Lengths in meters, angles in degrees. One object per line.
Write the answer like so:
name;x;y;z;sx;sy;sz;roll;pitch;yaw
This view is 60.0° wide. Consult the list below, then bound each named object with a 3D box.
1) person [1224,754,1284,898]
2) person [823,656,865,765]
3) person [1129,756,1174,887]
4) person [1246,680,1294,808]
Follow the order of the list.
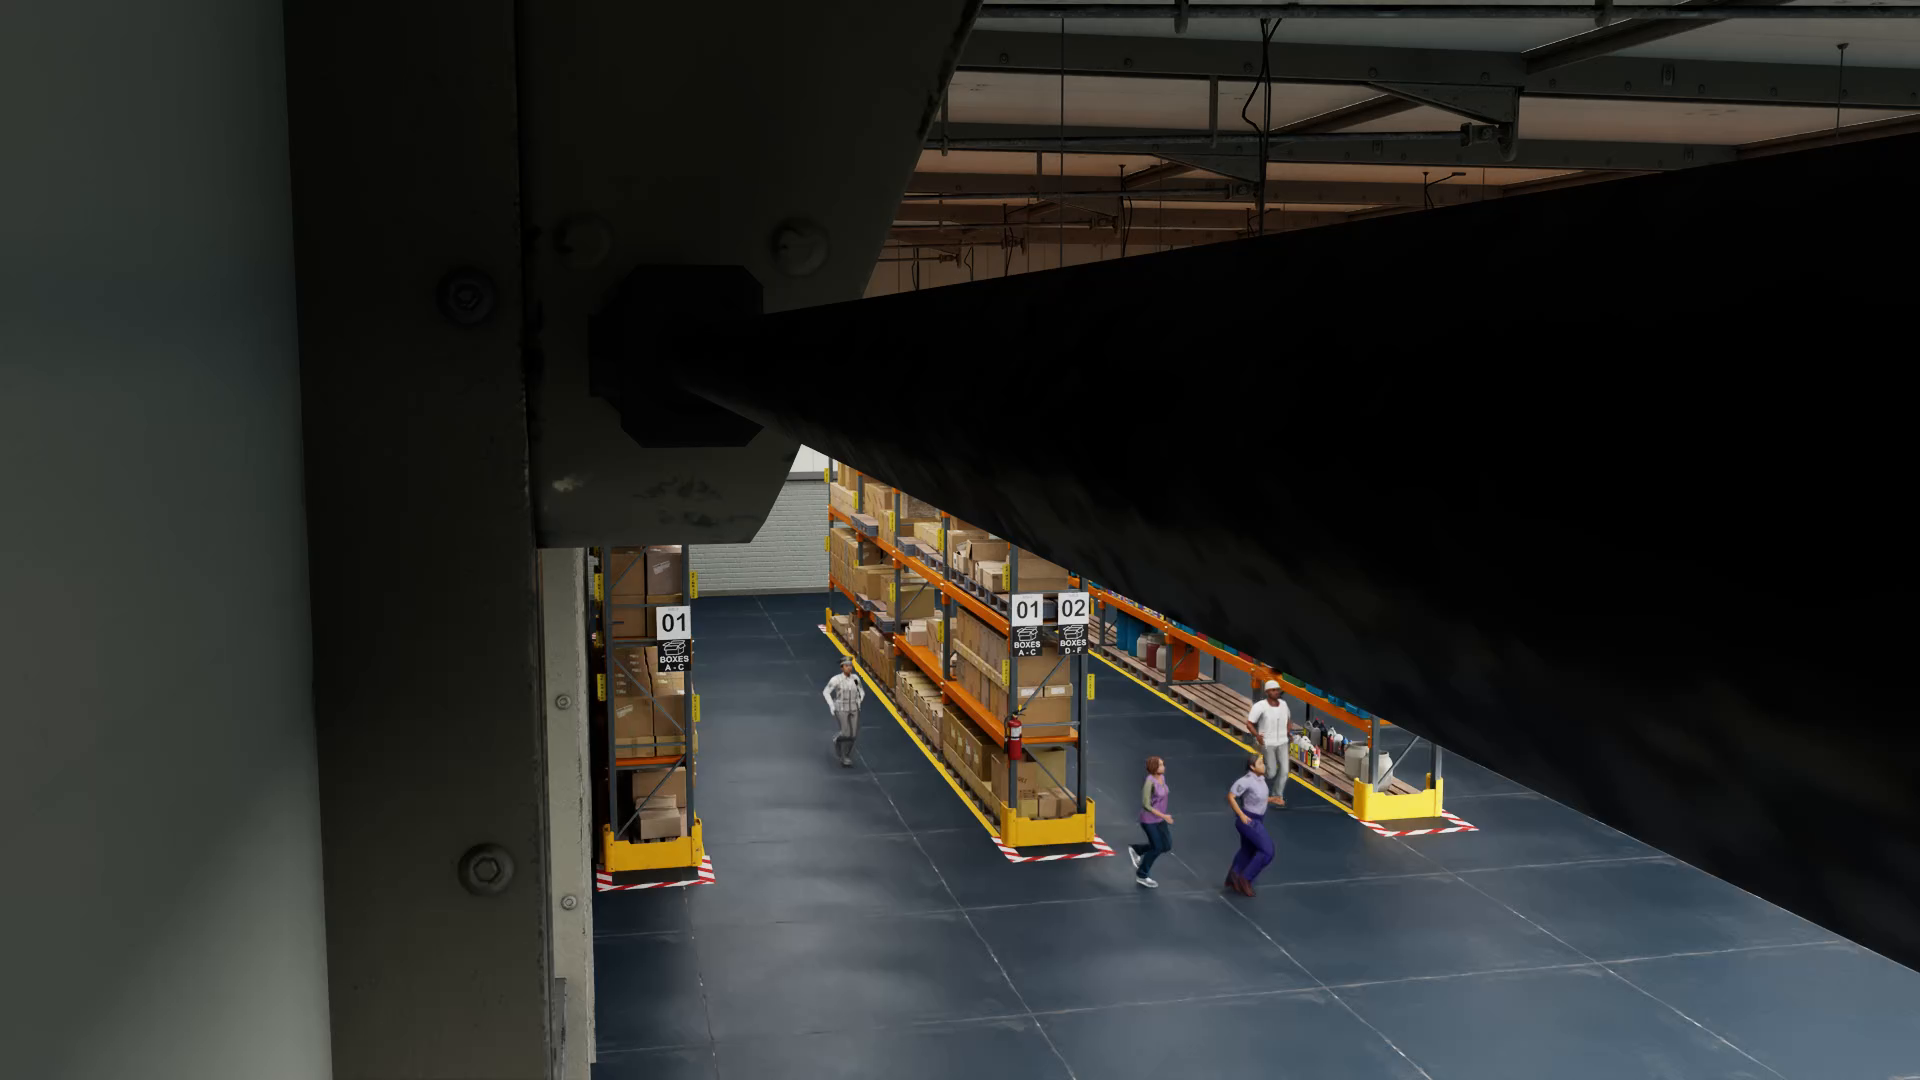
person;3.385;3.270;19.124;0.658;1.655;0.578;2;7;20
person;-1.684;2.559;24.917;0.608;1.656;0.540;-3;8;-27
person;2.249;3.273;19.422;0.608;1.564;0.562;4;8;29
person;4.290;2.775;22.799;0.695;1.714;0.737;-2;7;-18
